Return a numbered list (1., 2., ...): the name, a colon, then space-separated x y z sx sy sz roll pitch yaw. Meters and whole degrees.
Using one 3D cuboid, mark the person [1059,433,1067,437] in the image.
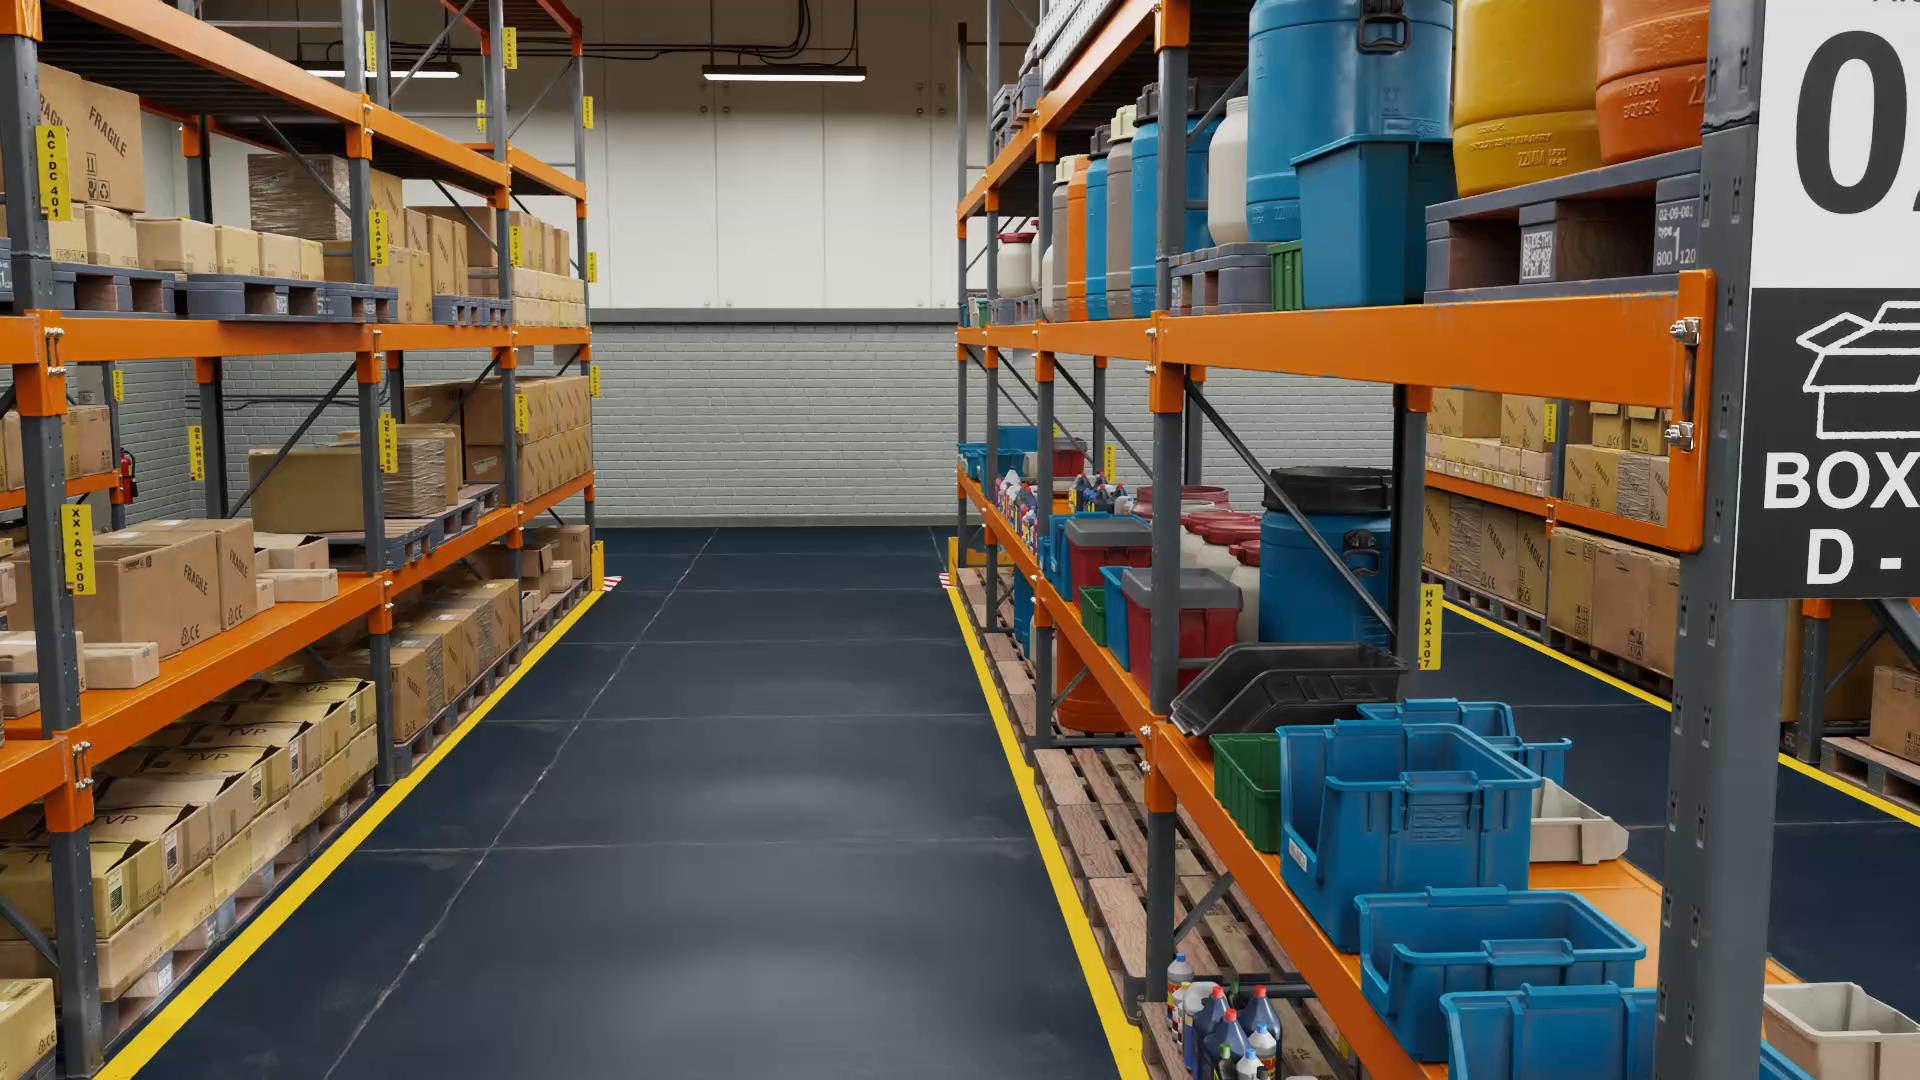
1. person: 1.060 -0.462 19.471 0.630 1.558 0.499 1 7 9
